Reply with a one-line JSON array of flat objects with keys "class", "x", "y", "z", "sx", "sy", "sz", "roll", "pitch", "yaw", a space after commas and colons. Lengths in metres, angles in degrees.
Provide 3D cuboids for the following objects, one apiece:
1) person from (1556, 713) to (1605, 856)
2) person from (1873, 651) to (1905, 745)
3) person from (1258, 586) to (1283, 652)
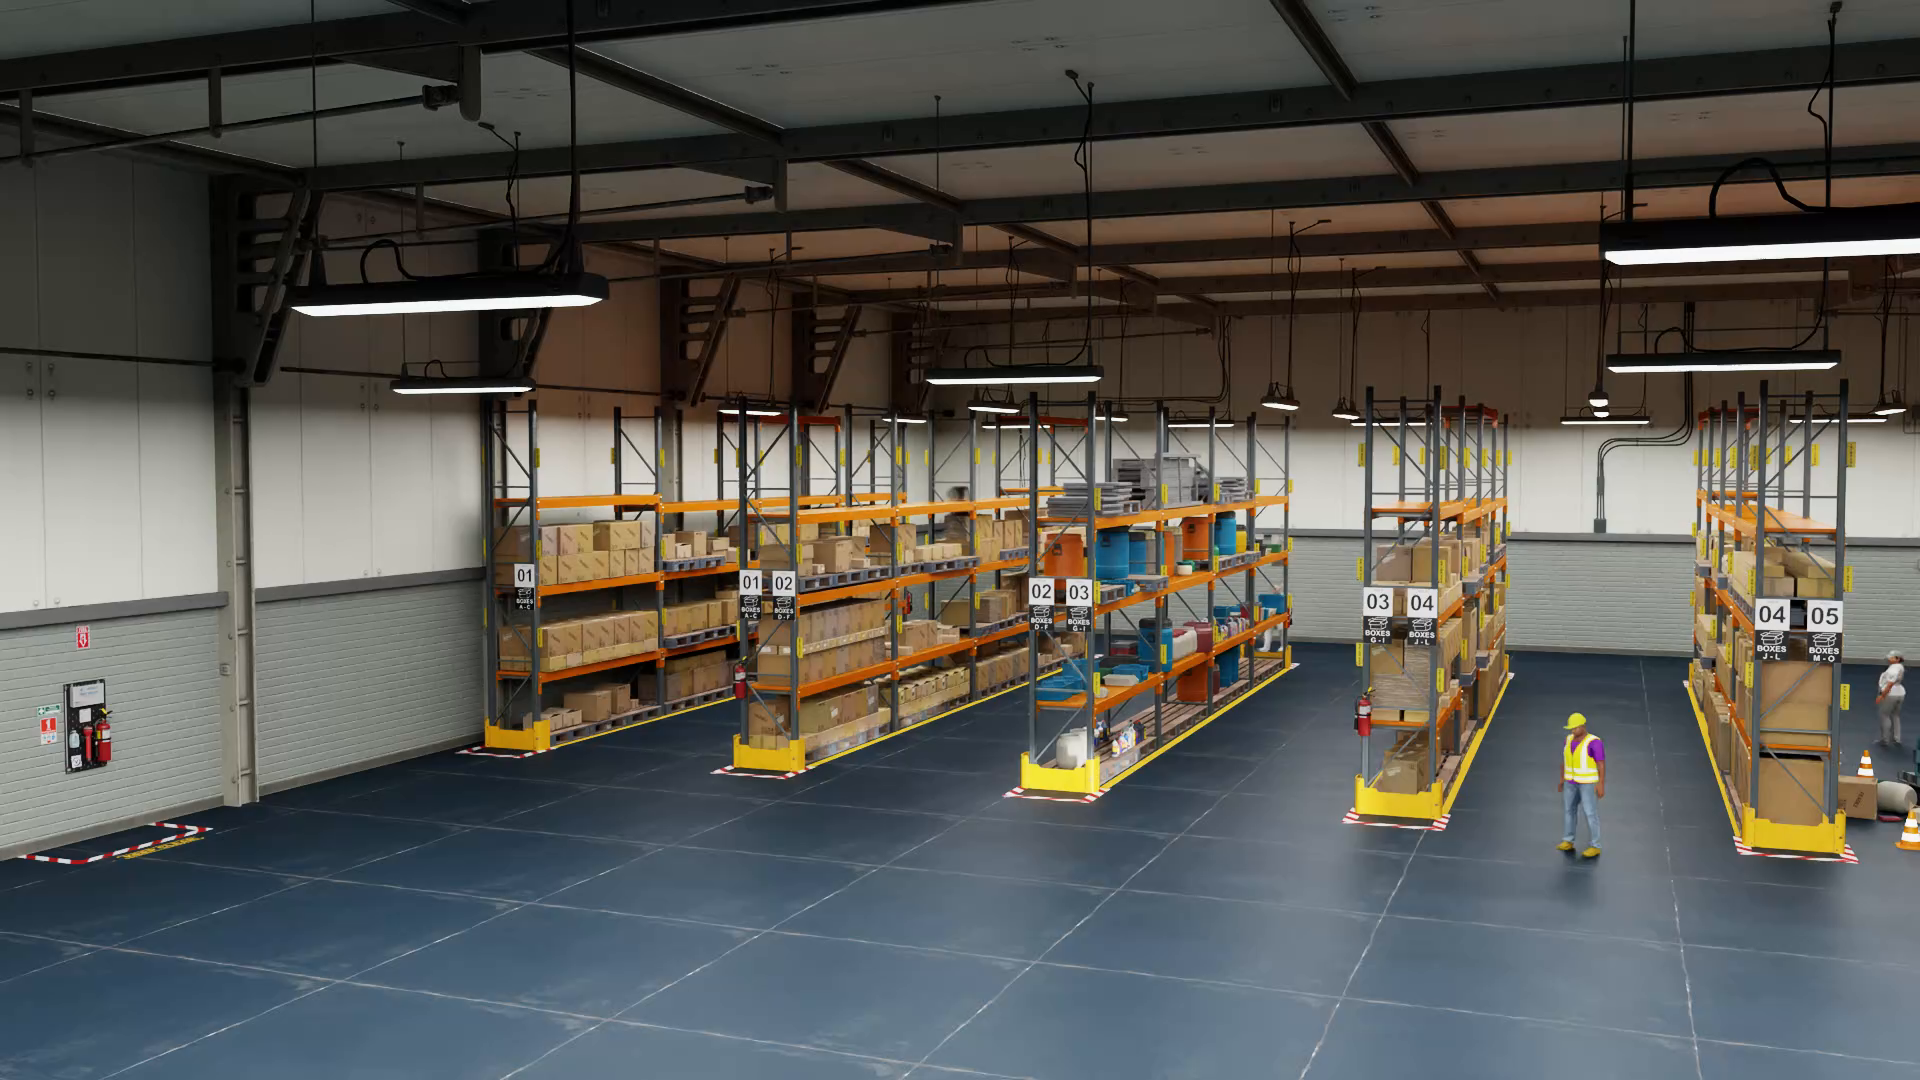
[{"class": "person", "x": 7.829, "y": 3.070, "z": 21.080, "sx": 0.415, "sy": 1.764, "sz": 0.627, "roll": -2, "pitch": 3, "yaw": -31}, {"class": "person", "x": 16.218, "y": 2.786, "z": 29.009, "sx": 0.551, "sy": 1.728, "sz": 0.460, "roll": -1, "pitch": 3, "yaw": -27}, {"class": "person", "x": 8.067, "y": 2.032, "z": 42.556, "sx": 0.592, "sy": 1.724, "sz": 1.156, "roll": 2, "pitch": 3, "yaw": 30}]
